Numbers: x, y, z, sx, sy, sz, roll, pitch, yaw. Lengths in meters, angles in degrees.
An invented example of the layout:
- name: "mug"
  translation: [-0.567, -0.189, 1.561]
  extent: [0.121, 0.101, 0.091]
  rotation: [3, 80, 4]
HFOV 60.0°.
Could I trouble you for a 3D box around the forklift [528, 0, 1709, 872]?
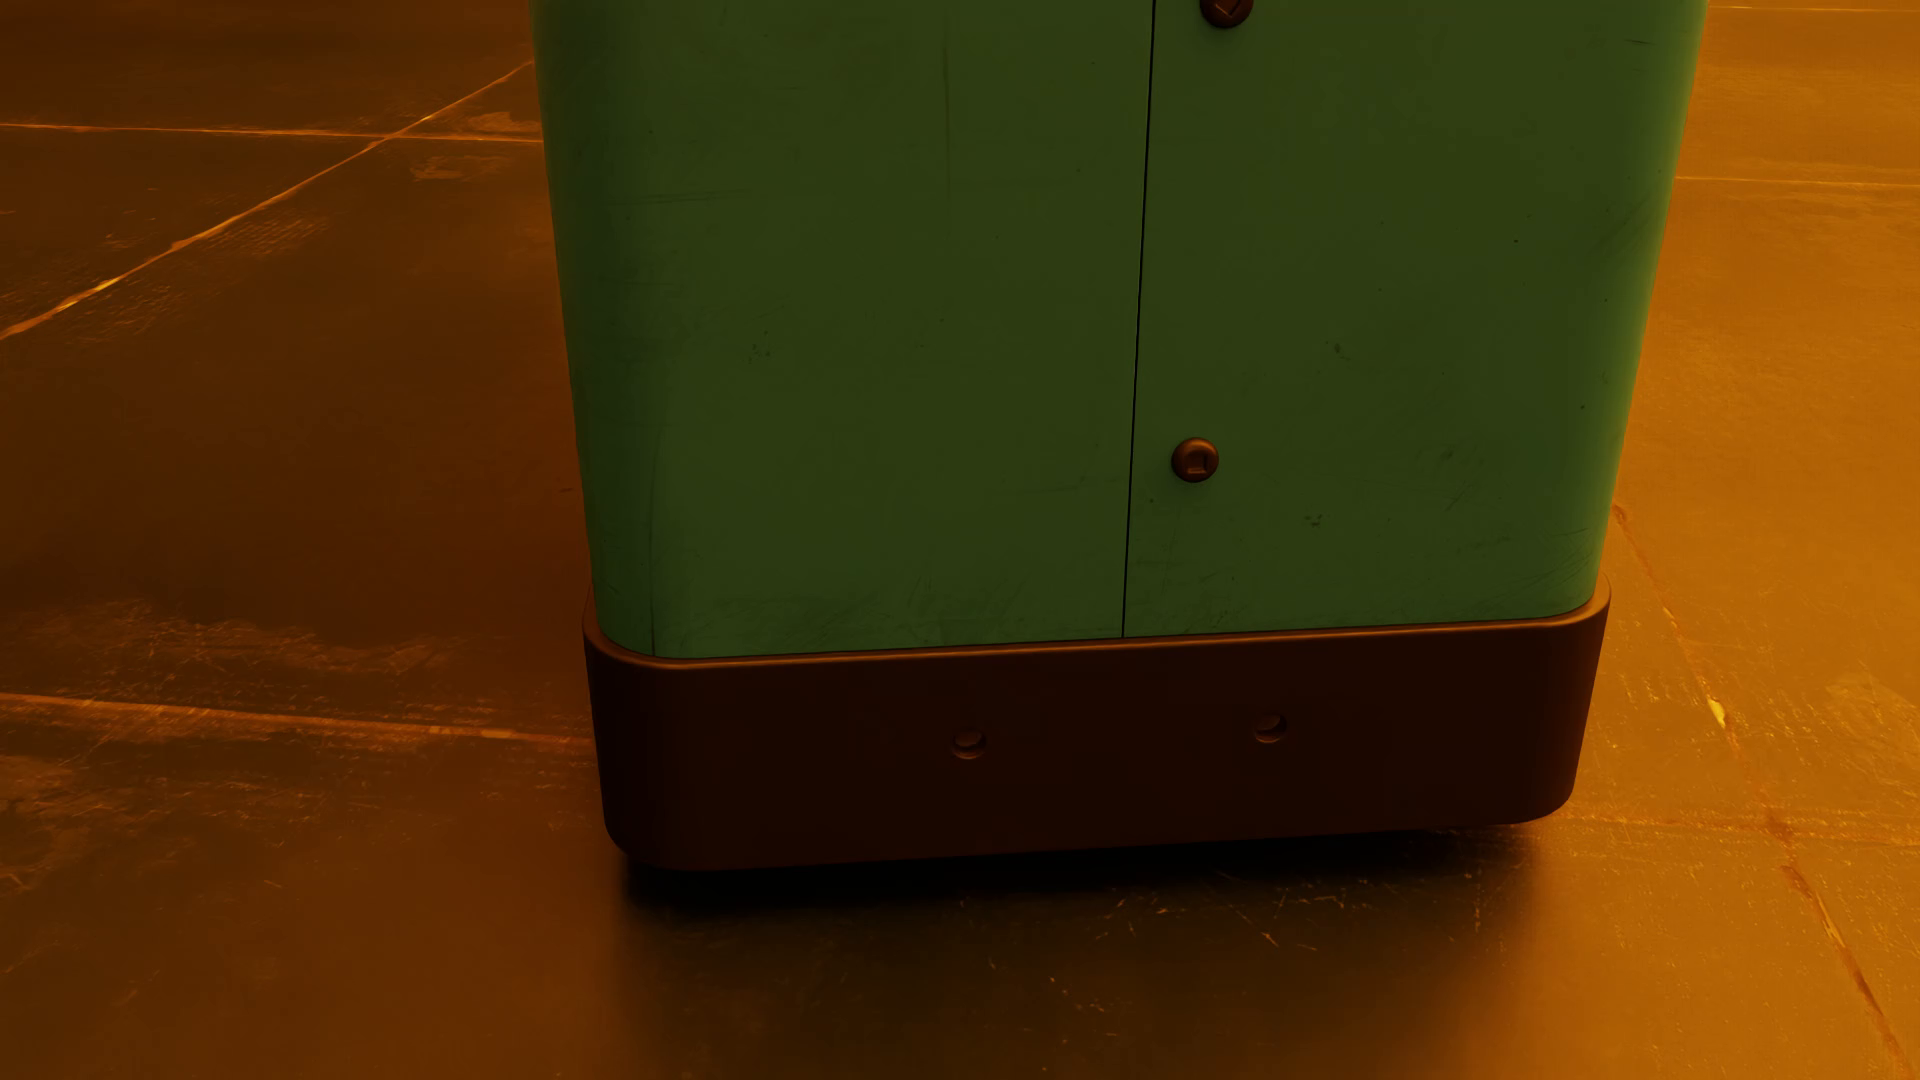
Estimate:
- name: "forklift"
  translation: [0.015, -1.604, 2.432]
  extent: [1.130, 2.935, 3.031]
  rotation: [-2, 27, -5]
